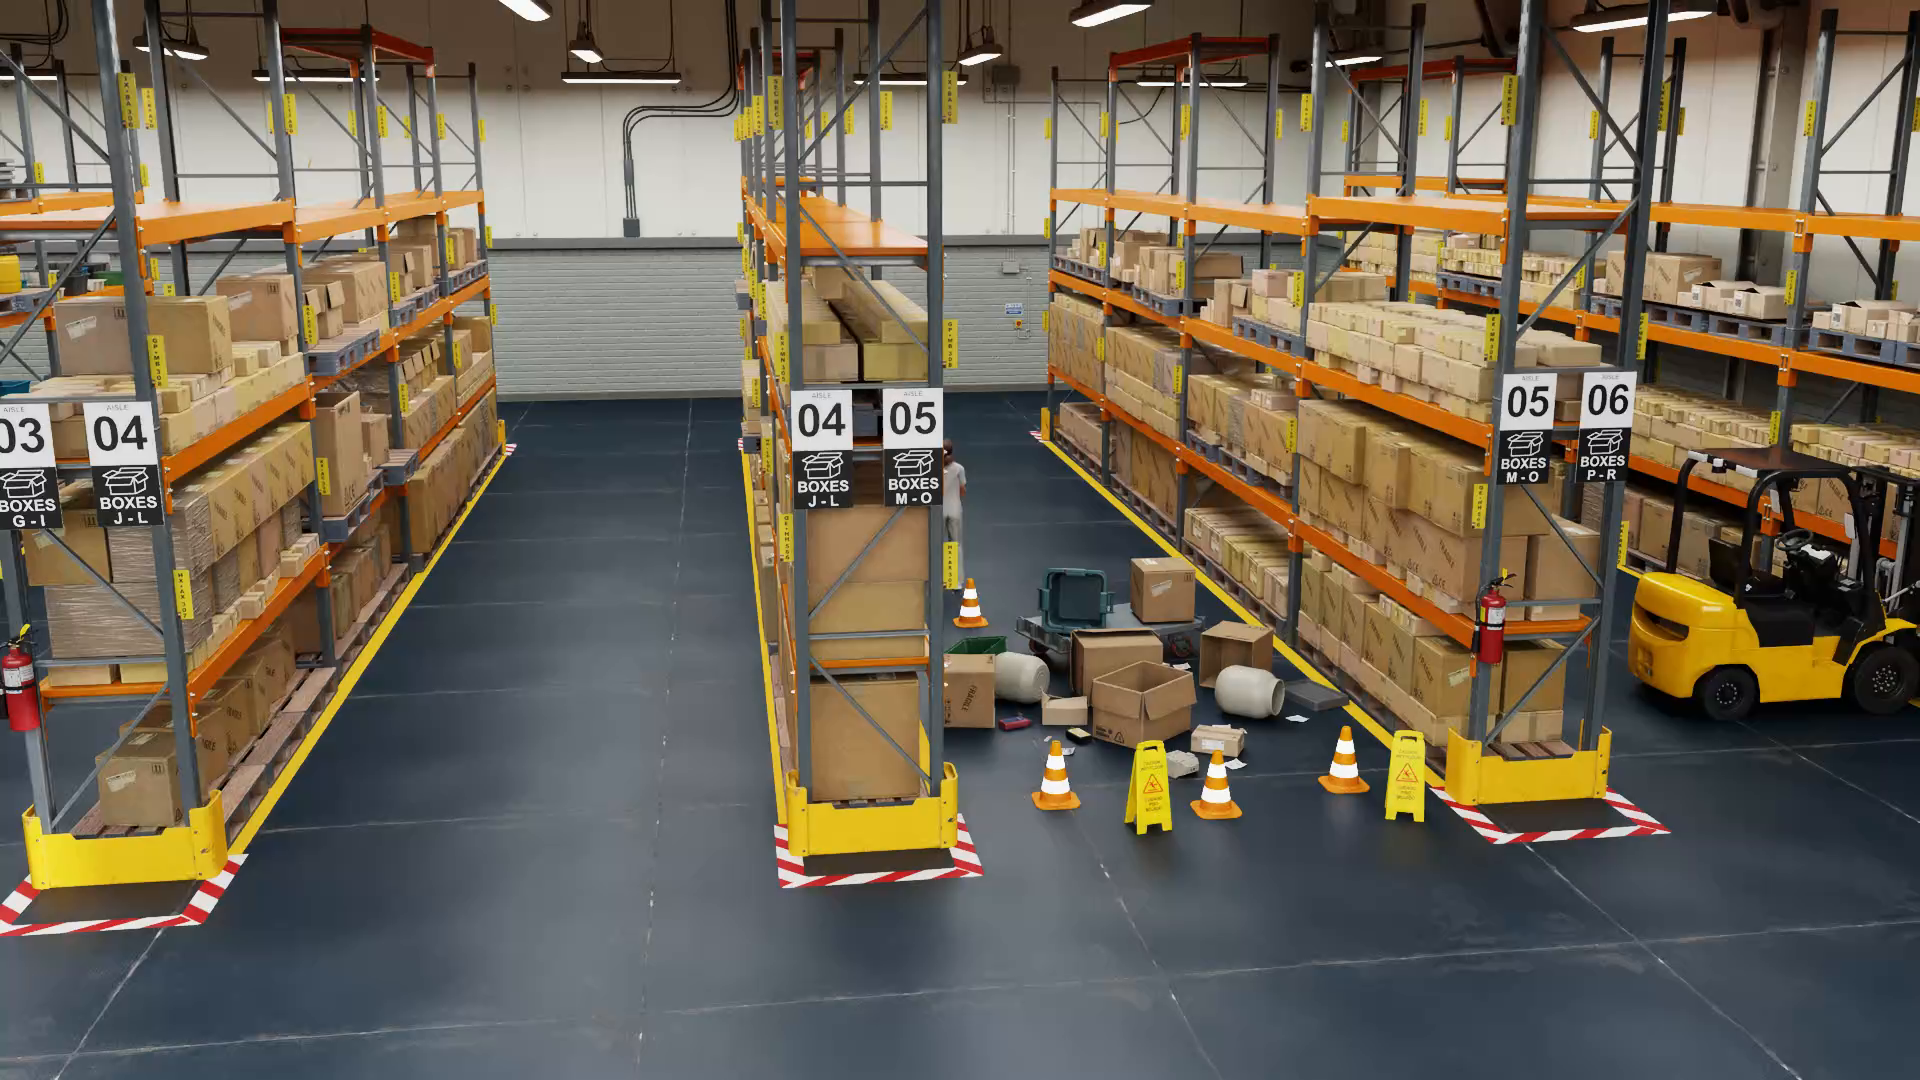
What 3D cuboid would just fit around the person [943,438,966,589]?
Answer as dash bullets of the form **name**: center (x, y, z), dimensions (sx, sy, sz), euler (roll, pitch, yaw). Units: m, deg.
- **person**: center (-0.169, -0.291, 18.222), dimensions (0.465, 1.675, 0.461), euler (-2, 13, -10)
